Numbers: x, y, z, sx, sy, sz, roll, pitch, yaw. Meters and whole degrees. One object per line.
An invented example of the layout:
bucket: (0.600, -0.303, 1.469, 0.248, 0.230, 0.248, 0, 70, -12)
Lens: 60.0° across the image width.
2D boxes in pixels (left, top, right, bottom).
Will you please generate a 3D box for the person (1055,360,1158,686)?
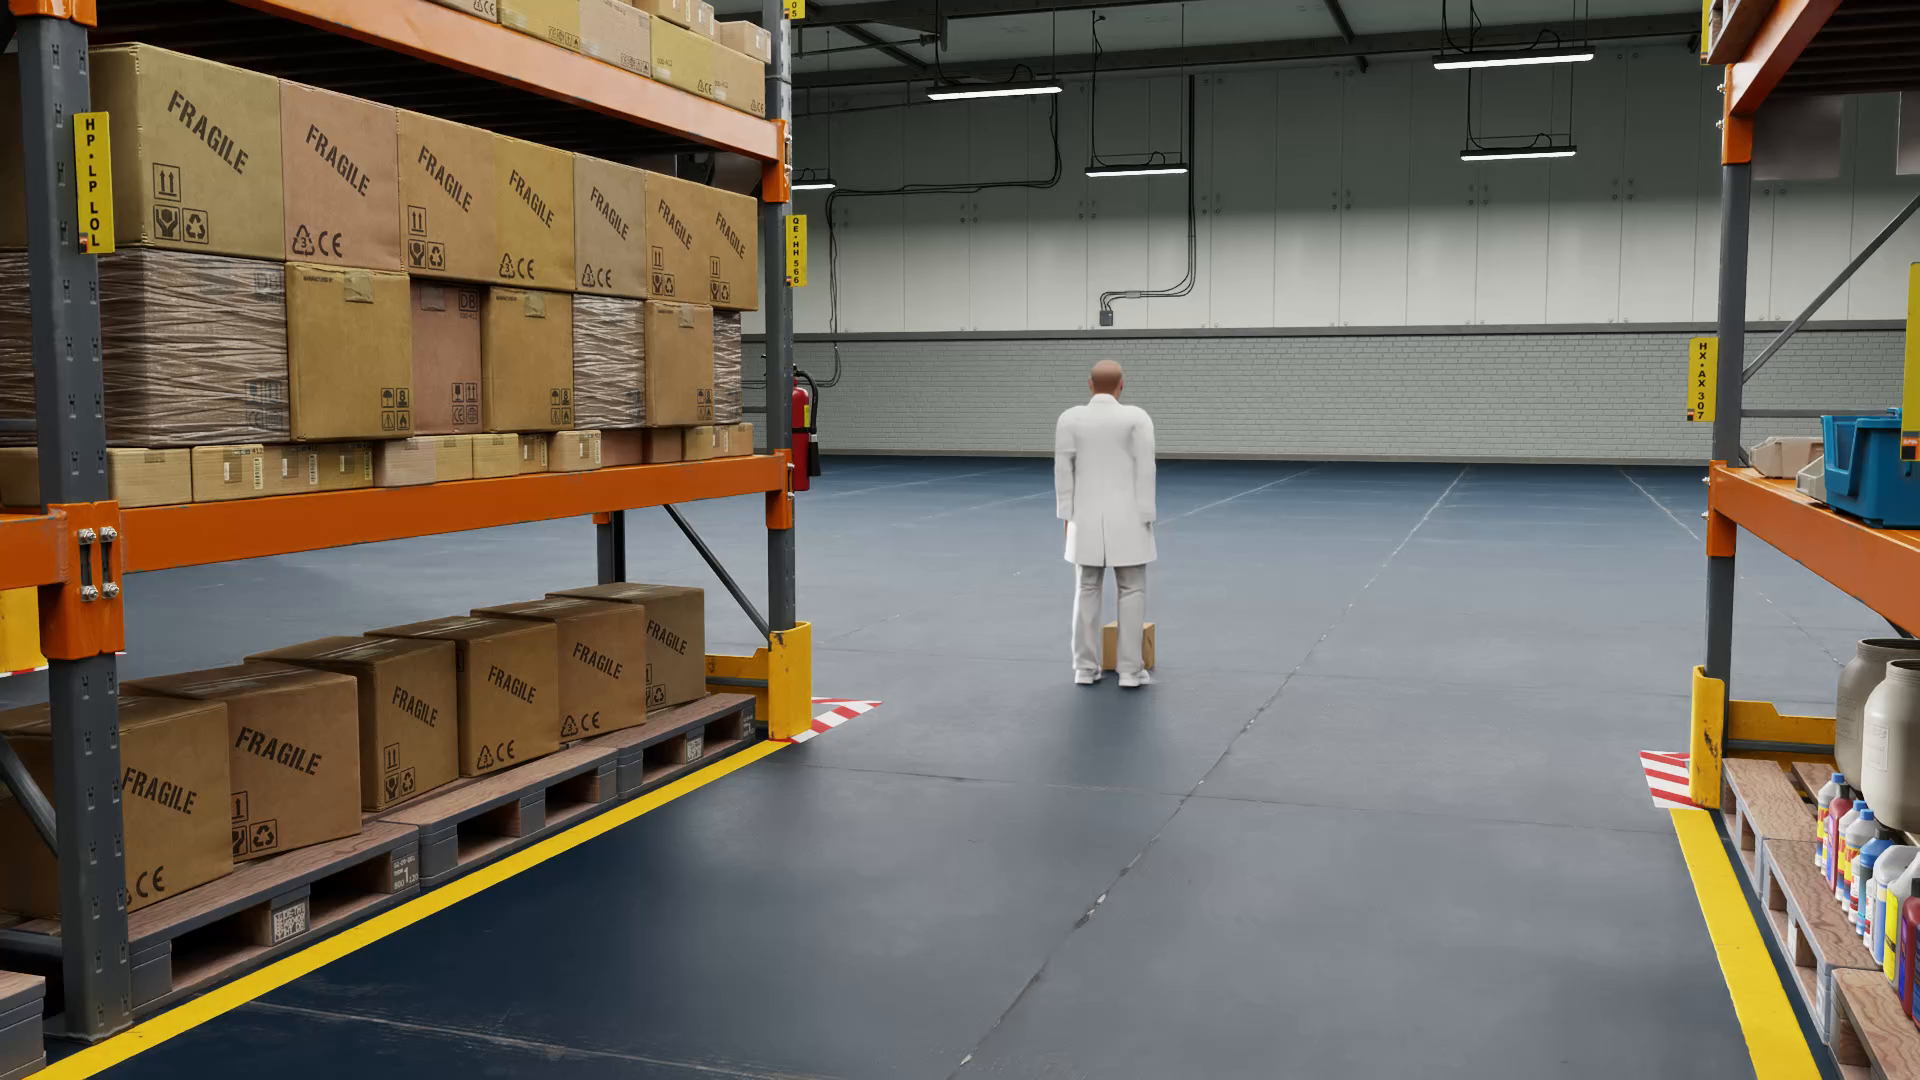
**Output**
person: (0.798, -0.093, 9.087, 0.565, 1.769, 0.381, 2, 5, 20)
